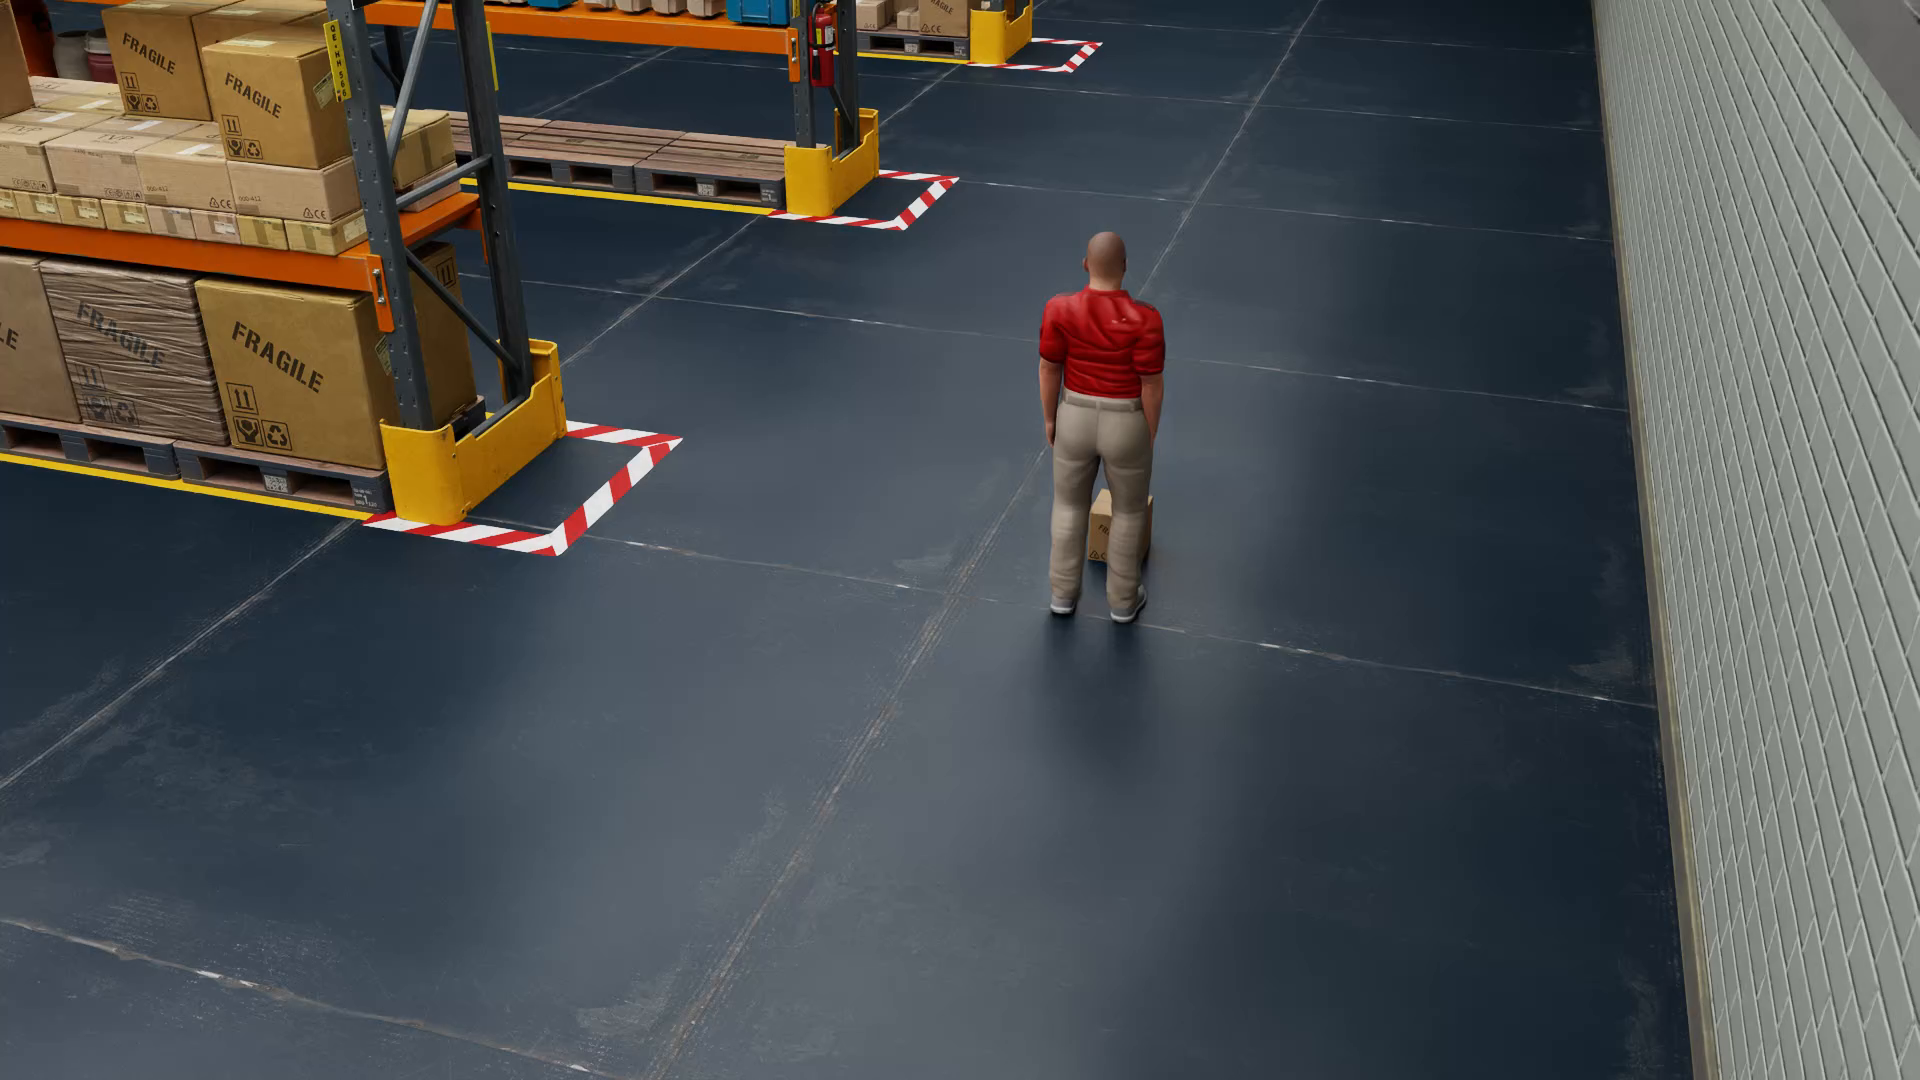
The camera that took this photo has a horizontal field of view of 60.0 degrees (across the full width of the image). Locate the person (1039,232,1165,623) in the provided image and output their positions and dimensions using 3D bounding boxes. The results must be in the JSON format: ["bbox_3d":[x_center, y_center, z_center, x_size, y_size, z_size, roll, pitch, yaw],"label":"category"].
[{"bbox_3d":[0.595,-0.470,7.015,0.527,1.739,0.363,9,30,16],"label":"person"}]
